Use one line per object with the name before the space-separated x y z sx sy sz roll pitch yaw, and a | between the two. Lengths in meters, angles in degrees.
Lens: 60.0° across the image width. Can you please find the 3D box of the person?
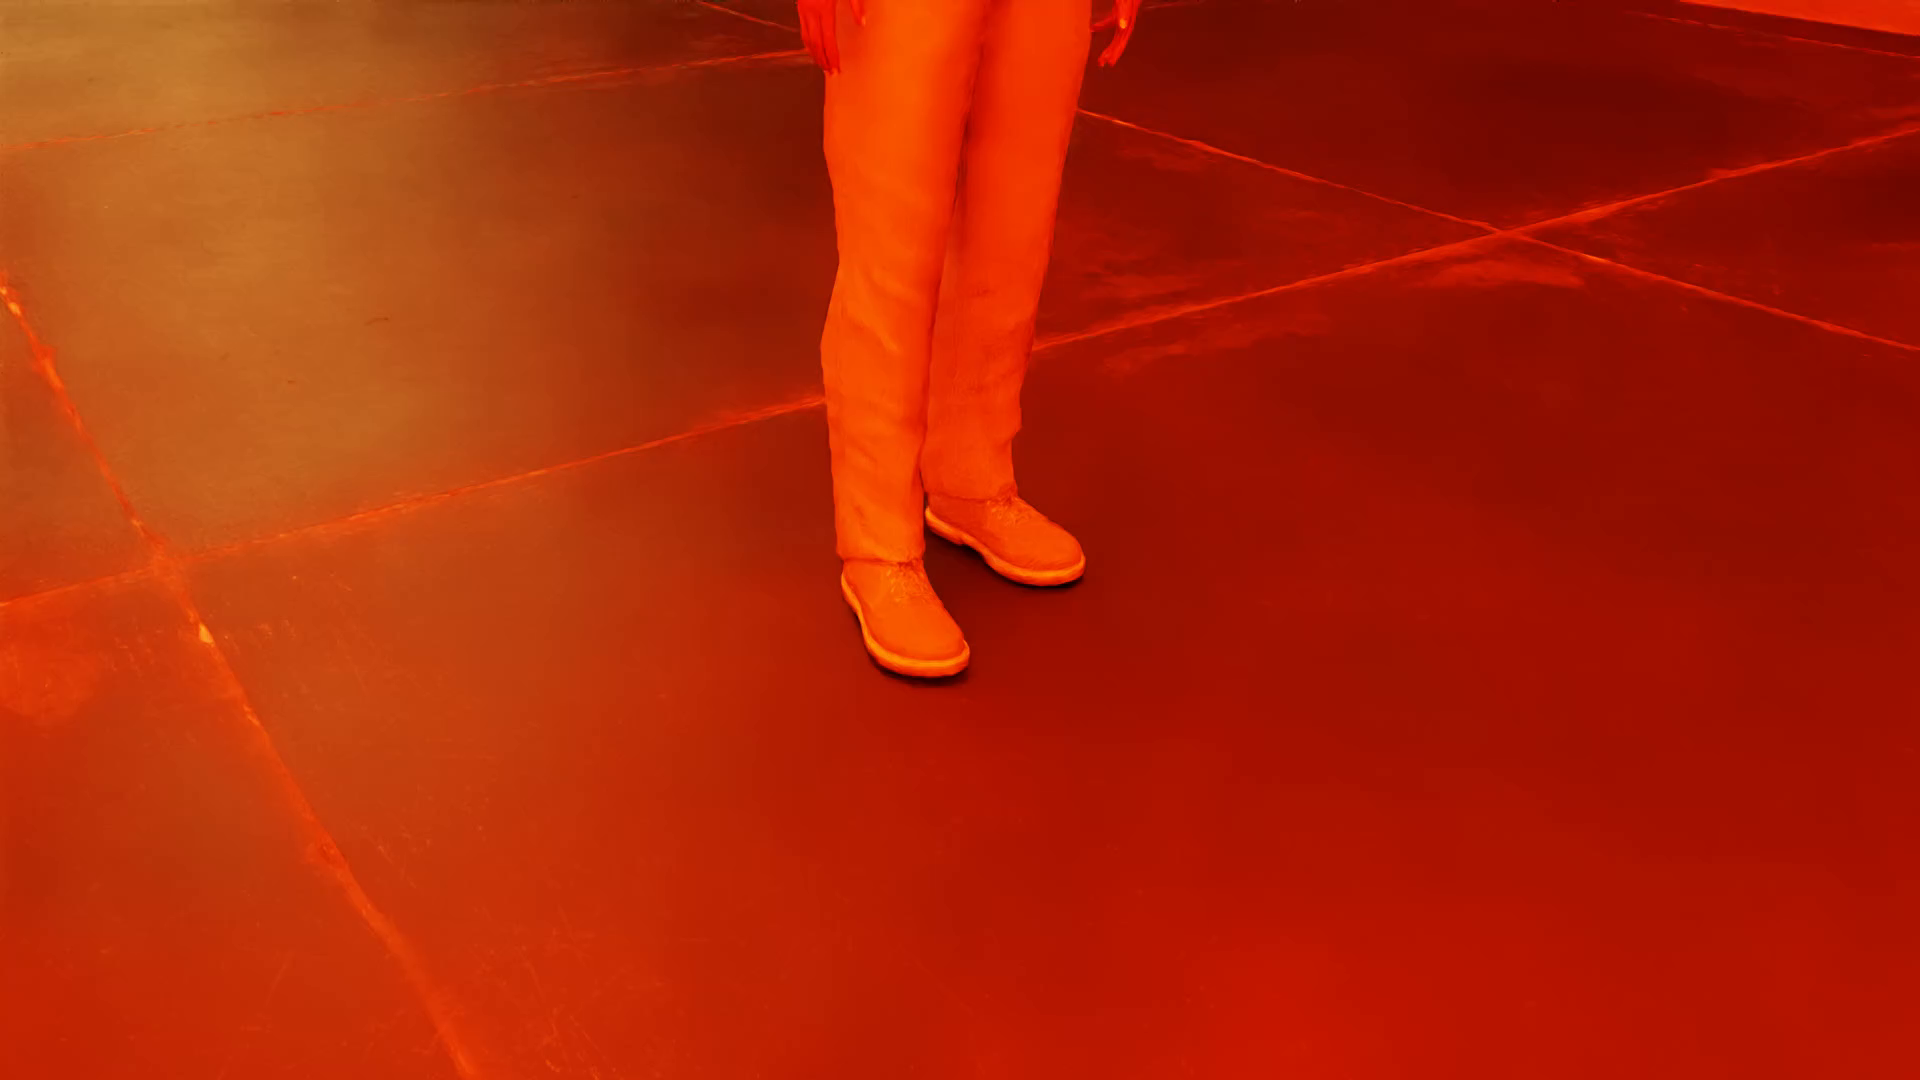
person | 0.027 -0.732 2.052 0.570 1.695 0.529 -17 31 -31
